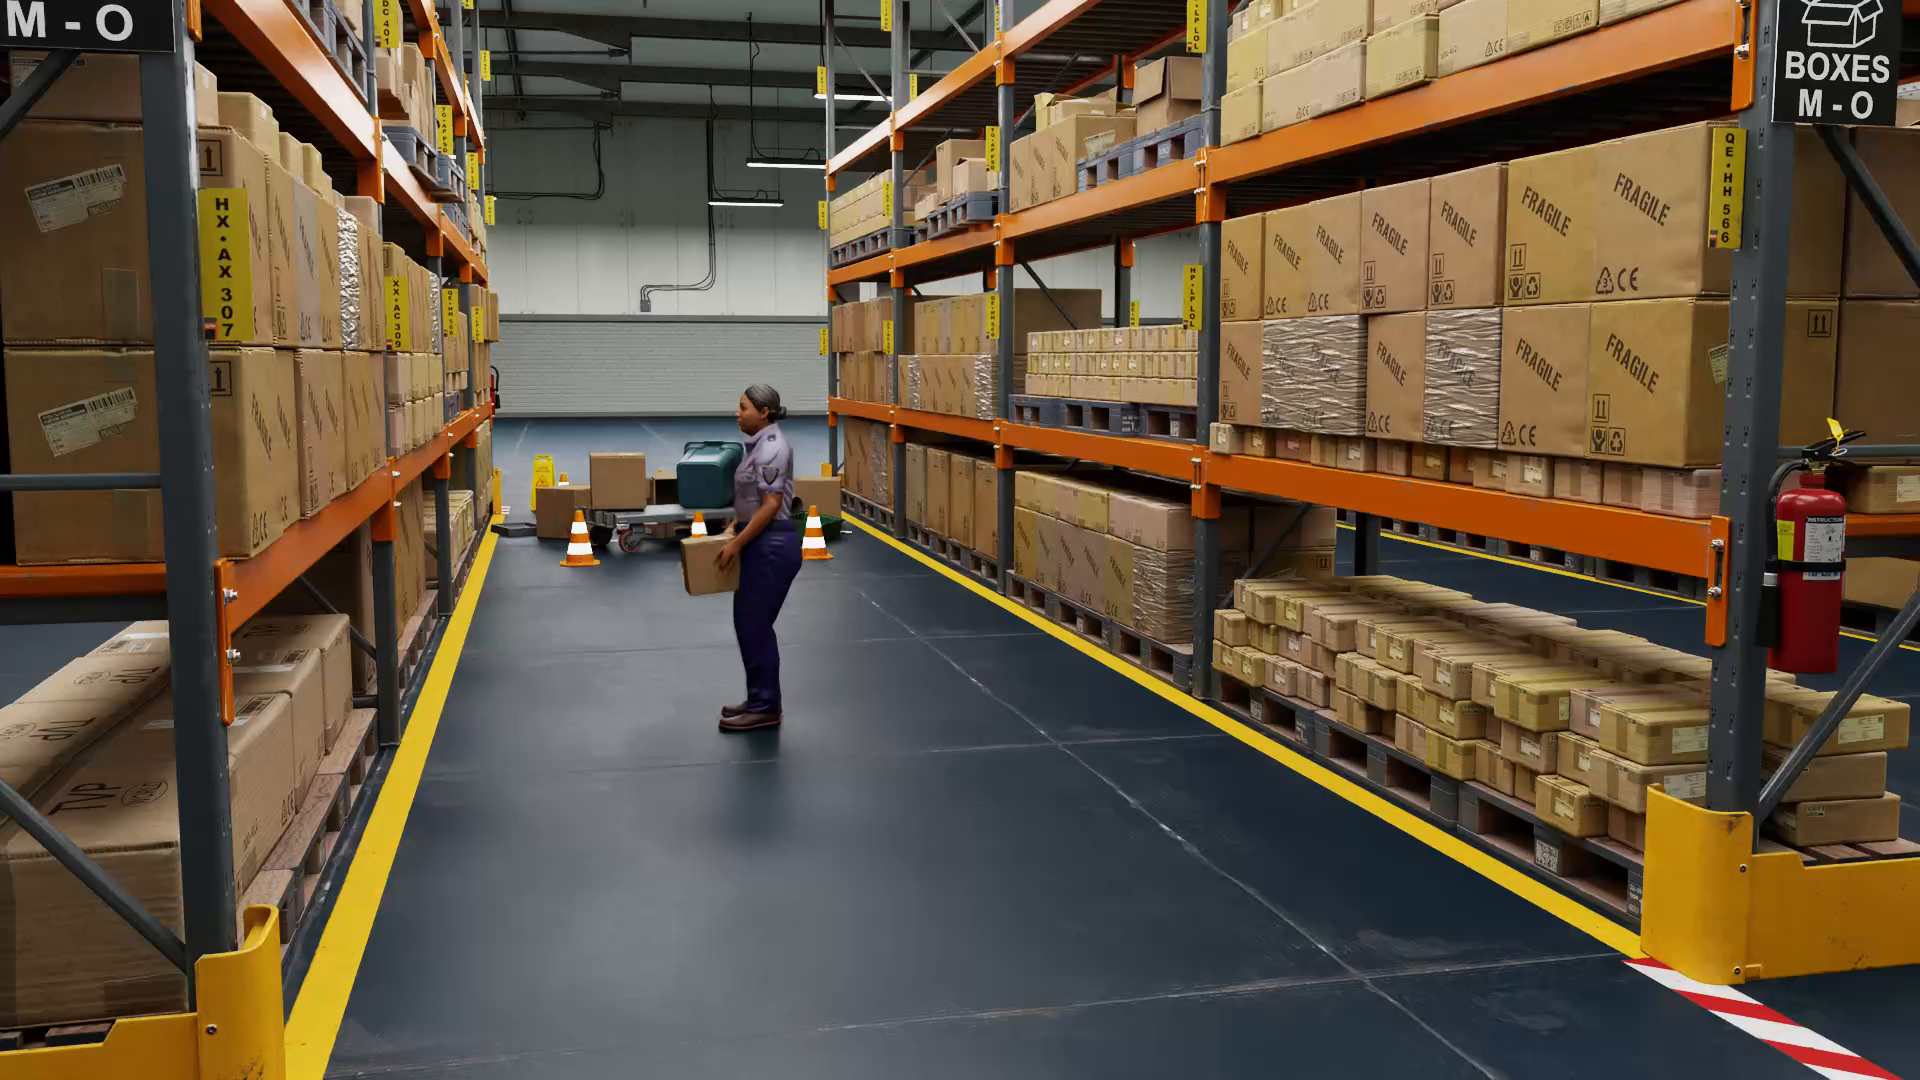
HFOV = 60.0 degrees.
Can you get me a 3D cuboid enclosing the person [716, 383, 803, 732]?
[{"bbox_3d":[-0.986,0.122,8.050,0.423,1.554,0.506,-2,6,-15],"label":"person"}]
